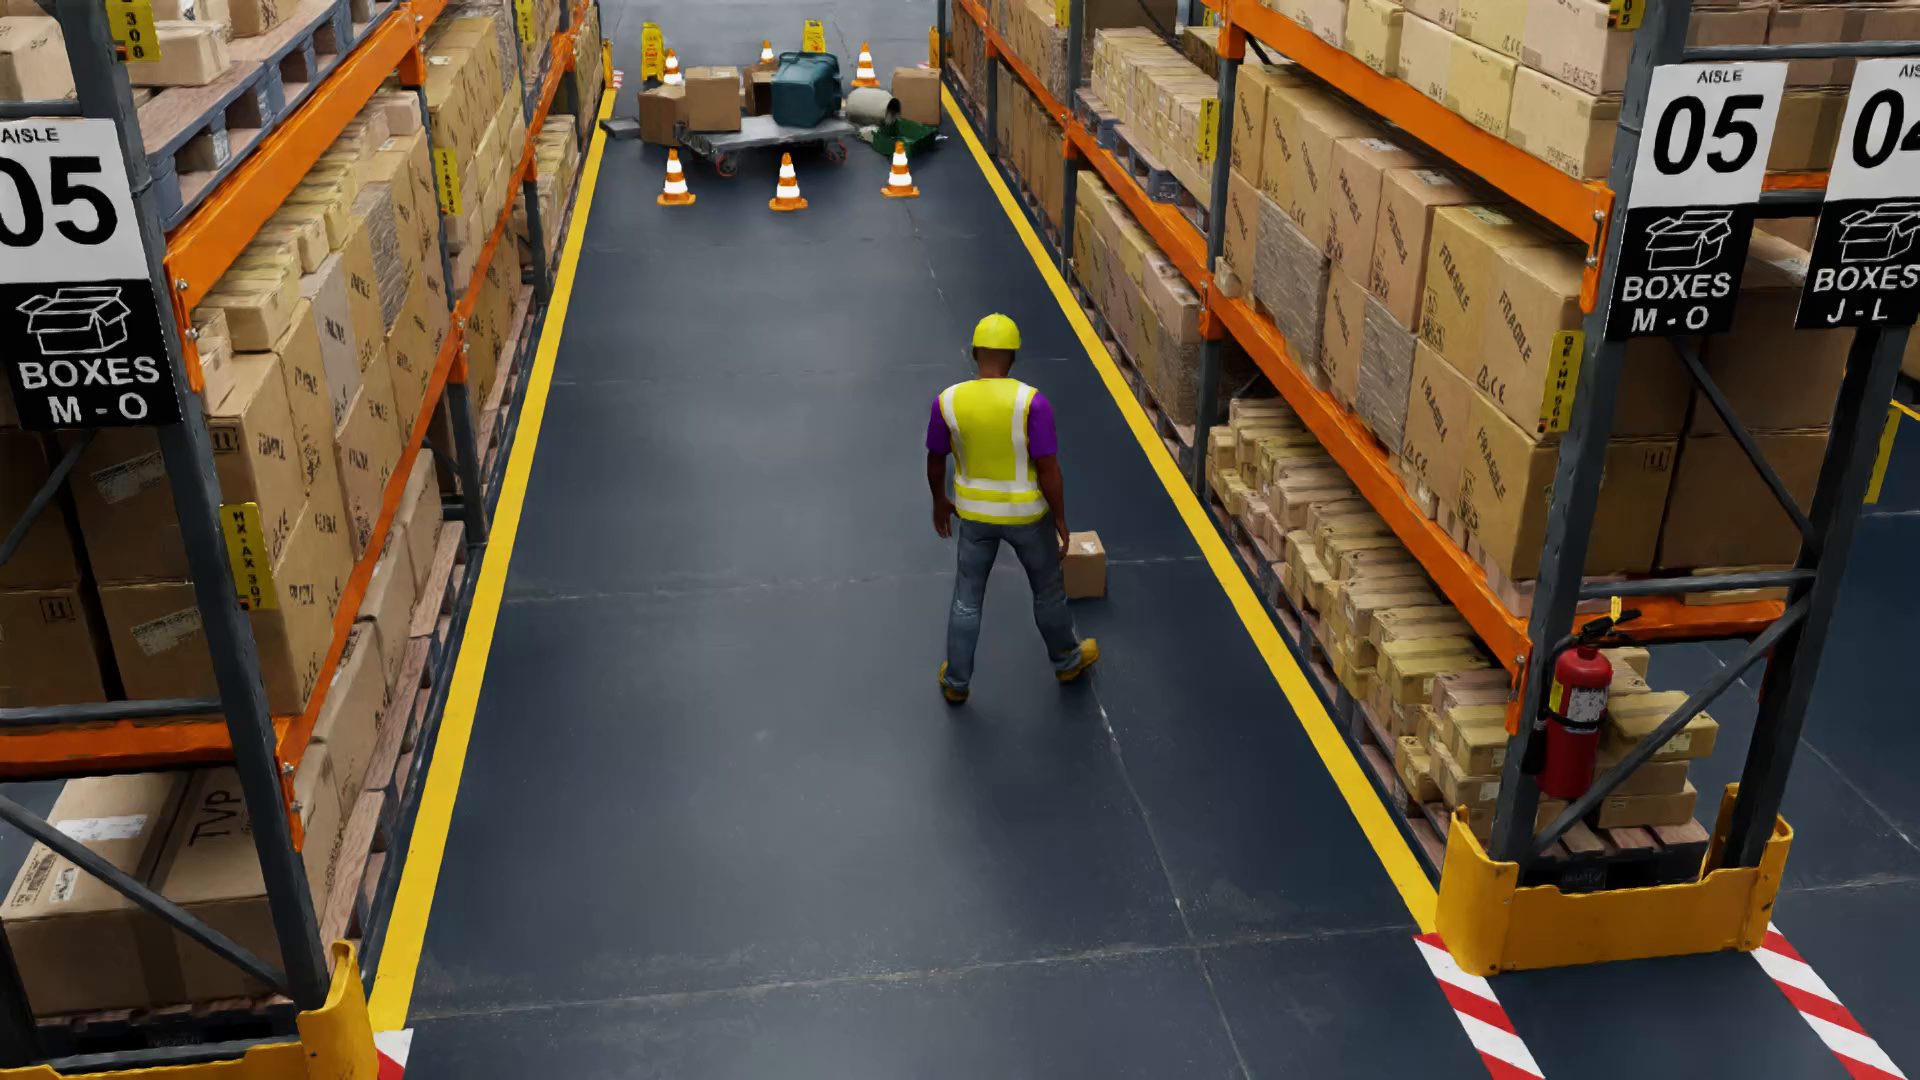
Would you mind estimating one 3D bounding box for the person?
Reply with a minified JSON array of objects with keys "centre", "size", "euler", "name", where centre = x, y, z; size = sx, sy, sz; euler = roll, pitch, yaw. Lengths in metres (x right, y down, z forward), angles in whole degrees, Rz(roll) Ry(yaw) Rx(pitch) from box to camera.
[{"centre":[0.228,-0.151,7.345],"size":[0.739,1.753,0.629],"euler":[9,28,18],"name":"person"}]
